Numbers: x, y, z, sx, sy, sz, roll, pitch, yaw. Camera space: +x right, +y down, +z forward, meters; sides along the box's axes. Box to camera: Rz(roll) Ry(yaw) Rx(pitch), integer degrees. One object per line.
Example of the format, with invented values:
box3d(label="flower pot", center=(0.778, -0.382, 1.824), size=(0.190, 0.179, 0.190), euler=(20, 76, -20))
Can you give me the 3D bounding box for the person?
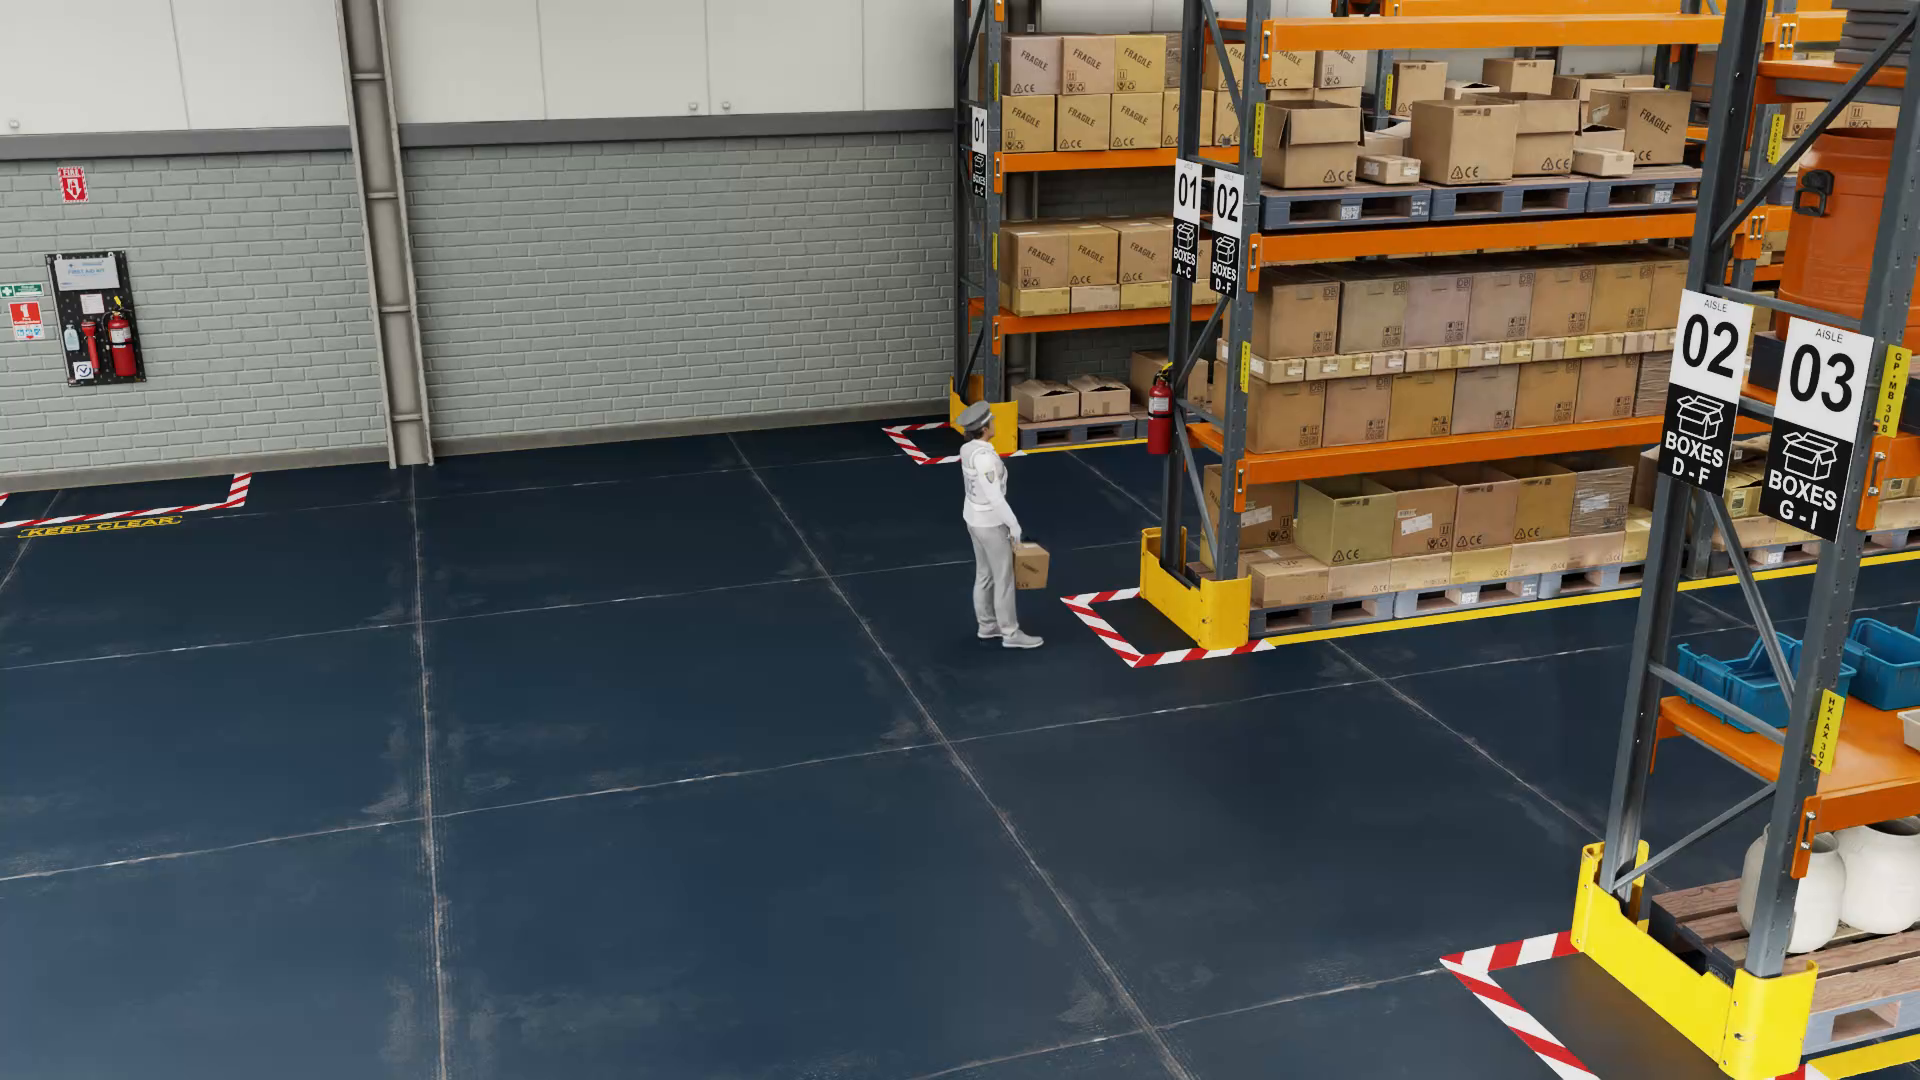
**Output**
box3d(label="person", center=(0.249, -0.120, 11.332), size=(0.542, 1.697, 0.558), euler=(-6, 20, -17))
